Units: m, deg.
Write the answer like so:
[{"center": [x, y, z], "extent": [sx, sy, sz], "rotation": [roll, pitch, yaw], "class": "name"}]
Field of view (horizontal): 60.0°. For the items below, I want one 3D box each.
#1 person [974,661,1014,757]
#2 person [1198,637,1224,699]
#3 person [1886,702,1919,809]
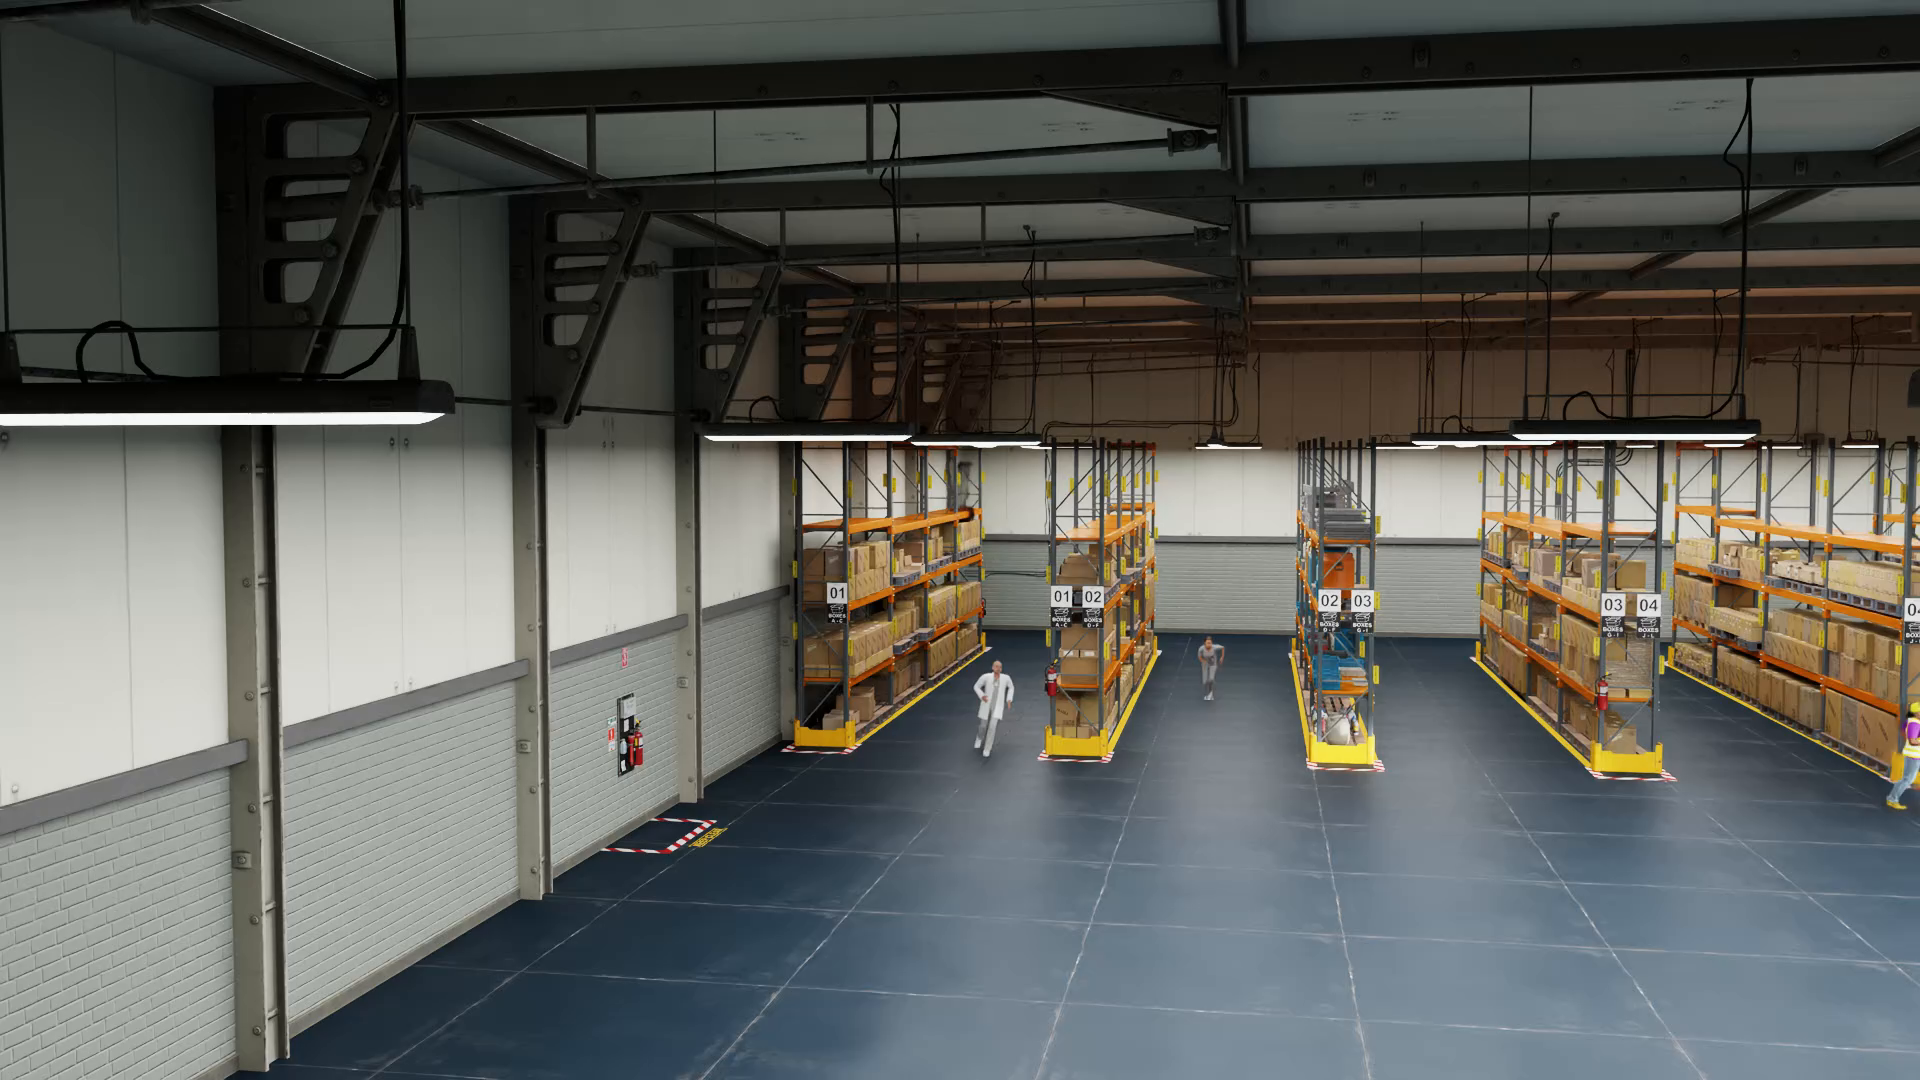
[{"center": [0.645, 3.165, 31.520], "extent": [0.770, 1.738, 1.046], "rotation": [0, 3, 0], "class": "person"}, {"center": [5.763, 2.941, 38.173], "extent": [0.593, 1.504, 0.874], "rotation": [1, 3, 13], "class": "person"}, {"center": [15.031, 3.447, 26.198], "extent": [0.661, 1.795, 0.774], "rotation": [-3, 4, -45], "class": "person"}]
